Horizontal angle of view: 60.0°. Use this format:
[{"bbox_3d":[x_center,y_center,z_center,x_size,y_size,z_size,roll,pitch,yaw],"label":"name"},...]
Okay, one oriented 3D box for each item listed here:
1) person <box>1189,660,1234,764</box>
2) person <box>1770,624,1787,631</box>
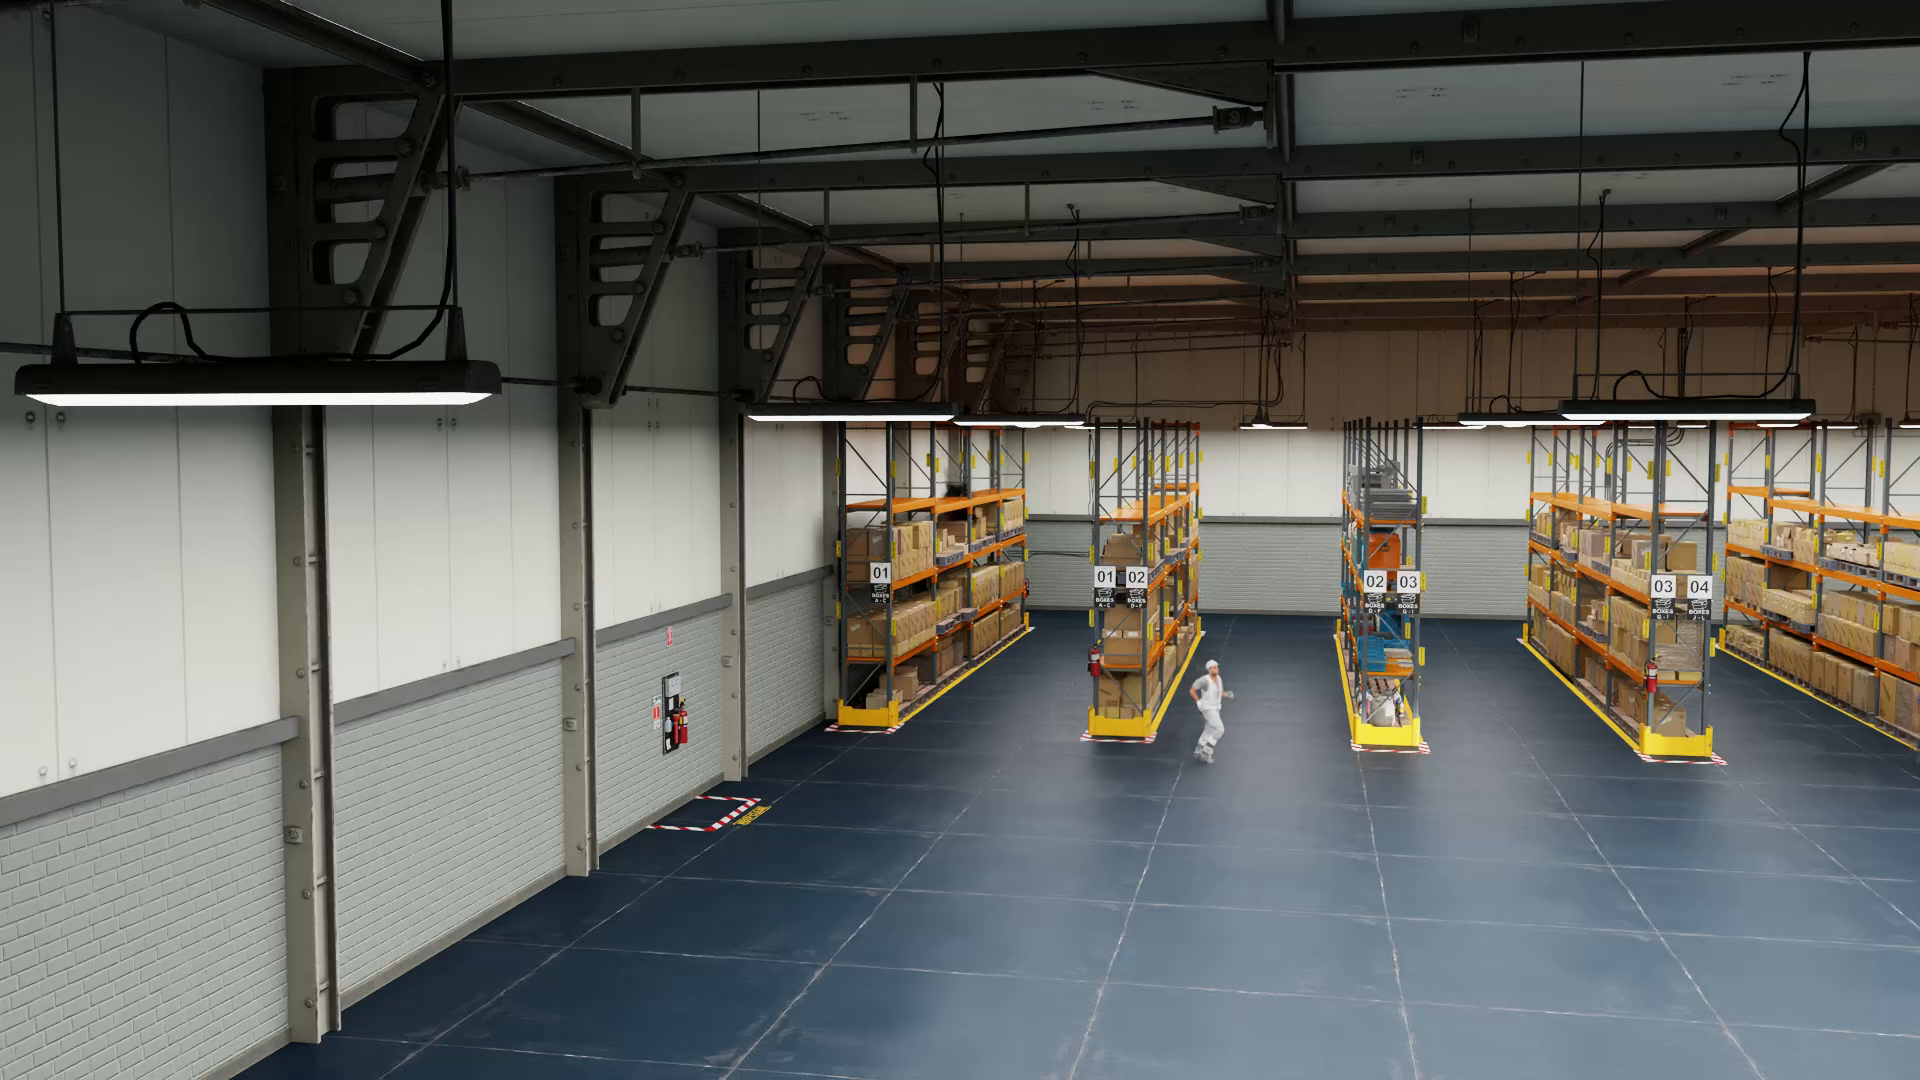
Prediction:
[{"bbox_3d":[4.384,2.975,28.801,0.709,1.806,0.620,3,5,40],"label":"person"},{"bbox_3d":[22.251,1.939,45.141,0.920,1.733,0.725,1,4,14],"label":"person"}]
